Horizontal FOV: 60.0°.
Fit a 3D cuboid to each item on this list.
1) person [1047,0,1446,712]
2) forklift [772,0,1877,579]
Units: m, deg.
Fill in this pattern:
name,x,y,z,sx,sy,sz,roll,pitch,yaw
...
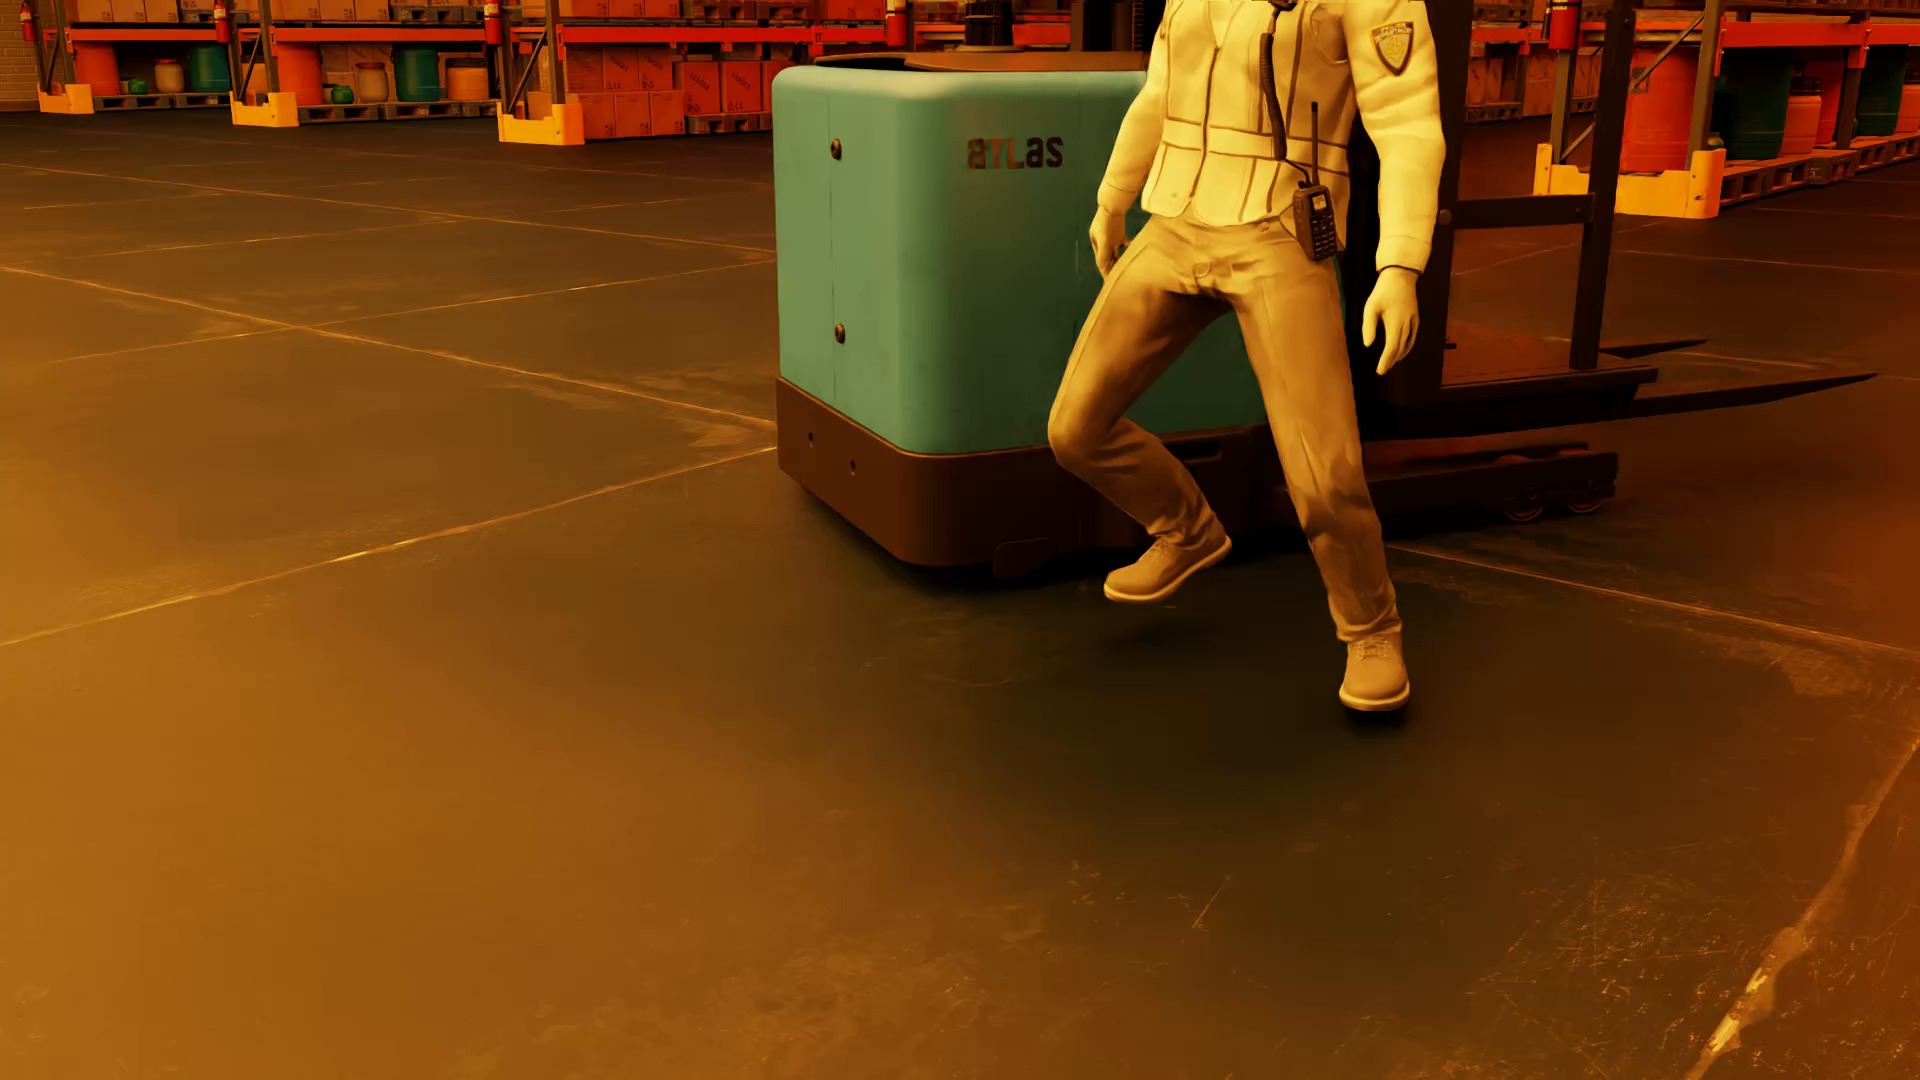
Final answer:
name,x,y,z,sx,sy,sz,roll,pitch,yaw
person,0.486,-0.523,2.887,0.478,1.563,0.829,-13,21,-37
forklift,1.092,-1.579,4.098,3.031,2.935,1.130,-7,18,-22
